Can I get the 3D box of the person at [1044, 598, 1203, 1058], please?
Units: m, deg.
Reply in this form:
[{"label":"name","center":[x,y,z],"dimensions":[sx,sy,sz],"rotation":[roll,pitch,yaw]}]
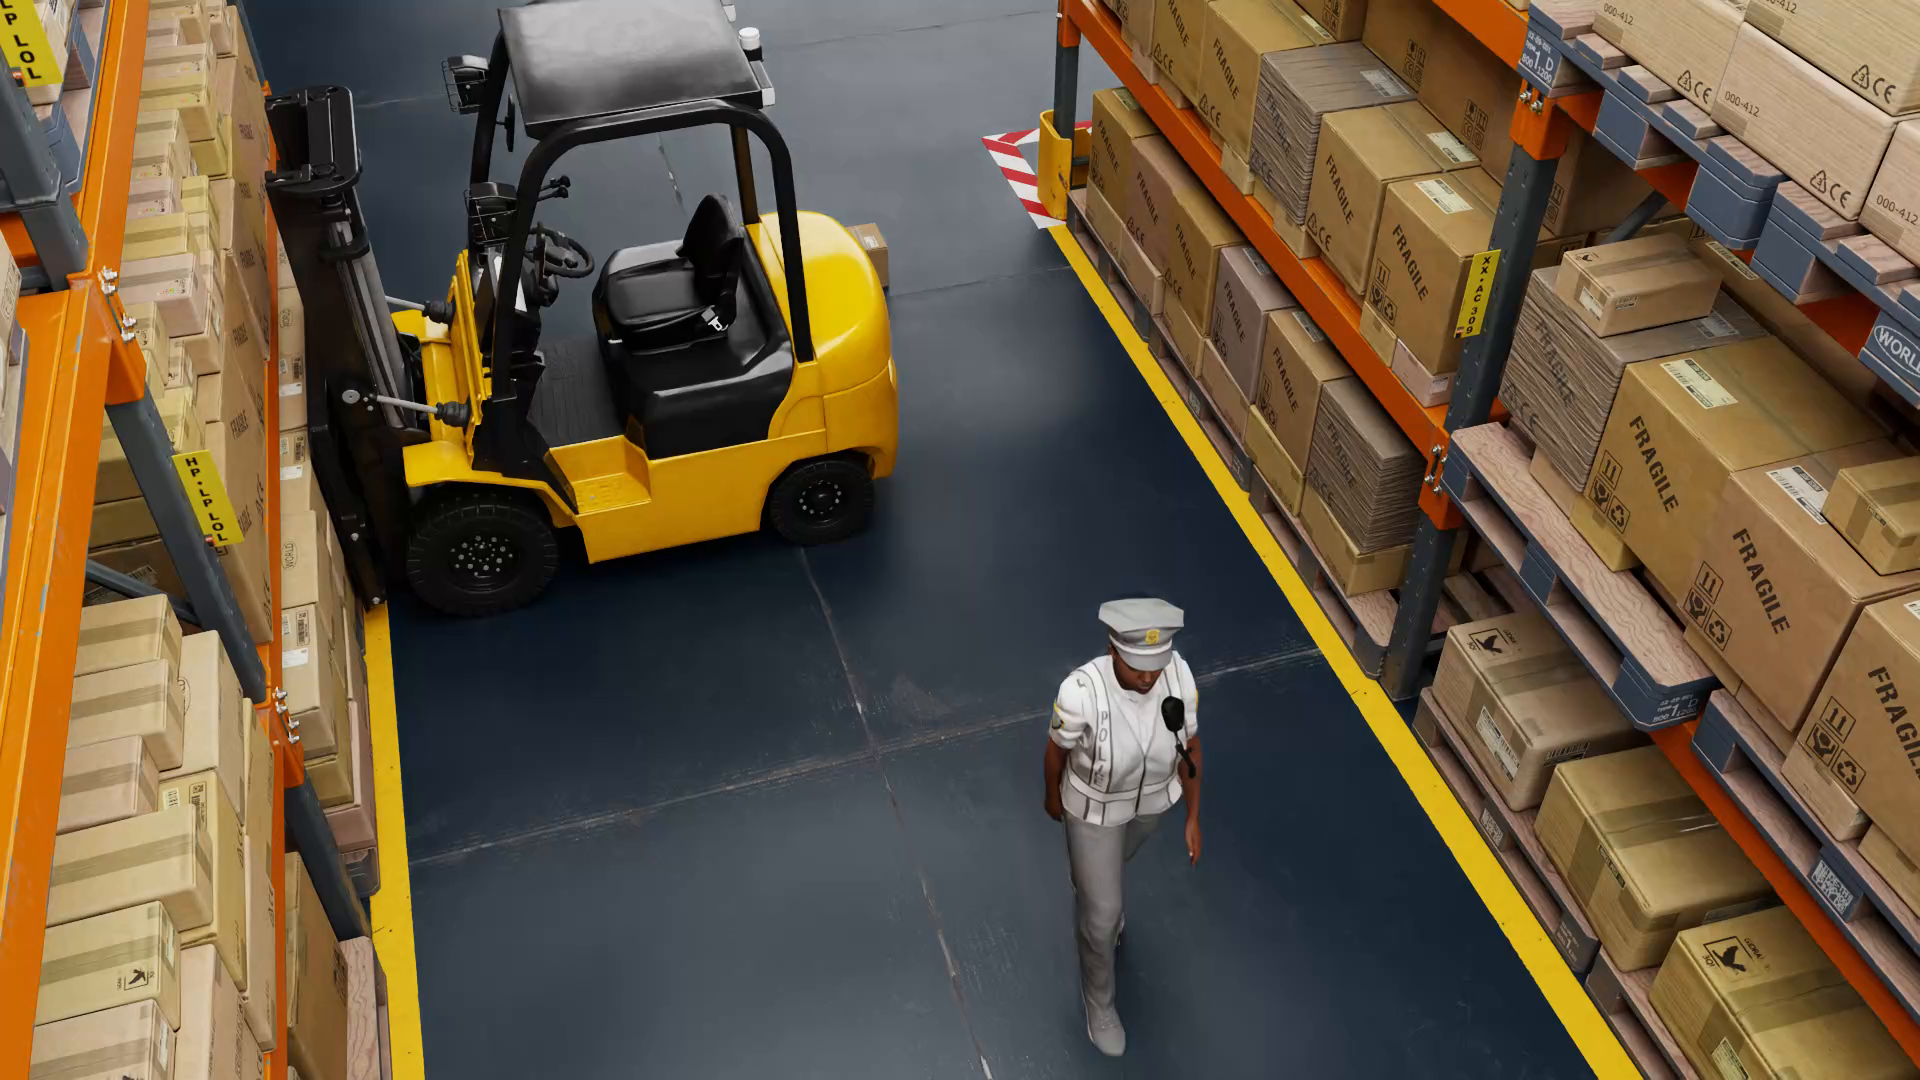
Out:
[{"label":"person","center":[0.520,0.853,5.229],"dimensions":[0.458,1.733,0.702],"rotation":[-14,44,-15]}]
